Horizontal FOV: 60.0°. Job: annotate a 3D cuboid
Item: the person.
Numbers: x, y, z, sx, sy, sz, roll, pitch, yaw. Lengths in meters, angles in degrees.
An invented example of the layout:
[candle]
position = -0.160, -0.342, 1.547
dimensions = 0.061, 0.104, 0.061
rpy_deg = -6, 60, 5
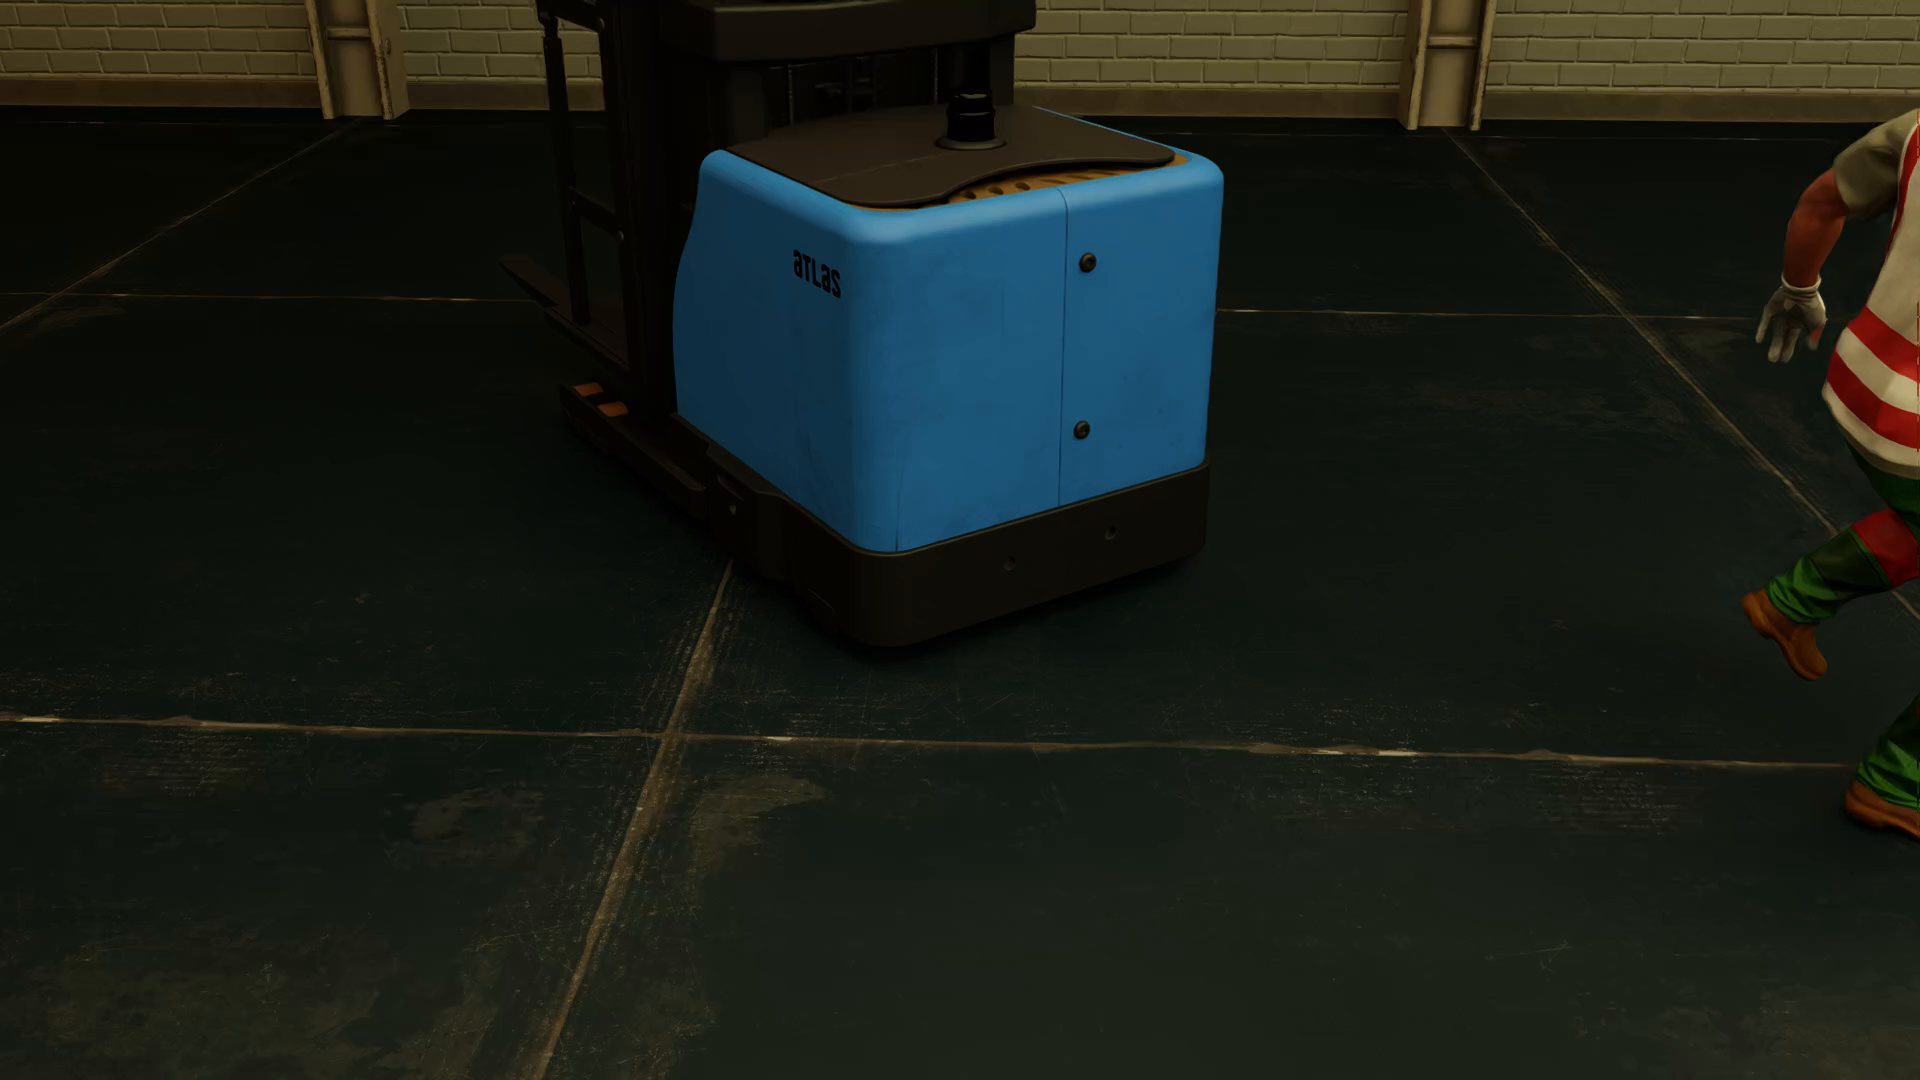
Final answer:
[person]
position = 1.923, -0.259, 3.156
dimensions = 0.555, 1.542, 0.908
rpy_deg = 1, 26, 2

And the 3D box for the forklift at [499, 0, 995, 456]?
[forklift]
position = -0.582, -1.670, 4.594
dimensions = 1.121, 2.935, 3.031
rpy_deg = -16, 31, -29
